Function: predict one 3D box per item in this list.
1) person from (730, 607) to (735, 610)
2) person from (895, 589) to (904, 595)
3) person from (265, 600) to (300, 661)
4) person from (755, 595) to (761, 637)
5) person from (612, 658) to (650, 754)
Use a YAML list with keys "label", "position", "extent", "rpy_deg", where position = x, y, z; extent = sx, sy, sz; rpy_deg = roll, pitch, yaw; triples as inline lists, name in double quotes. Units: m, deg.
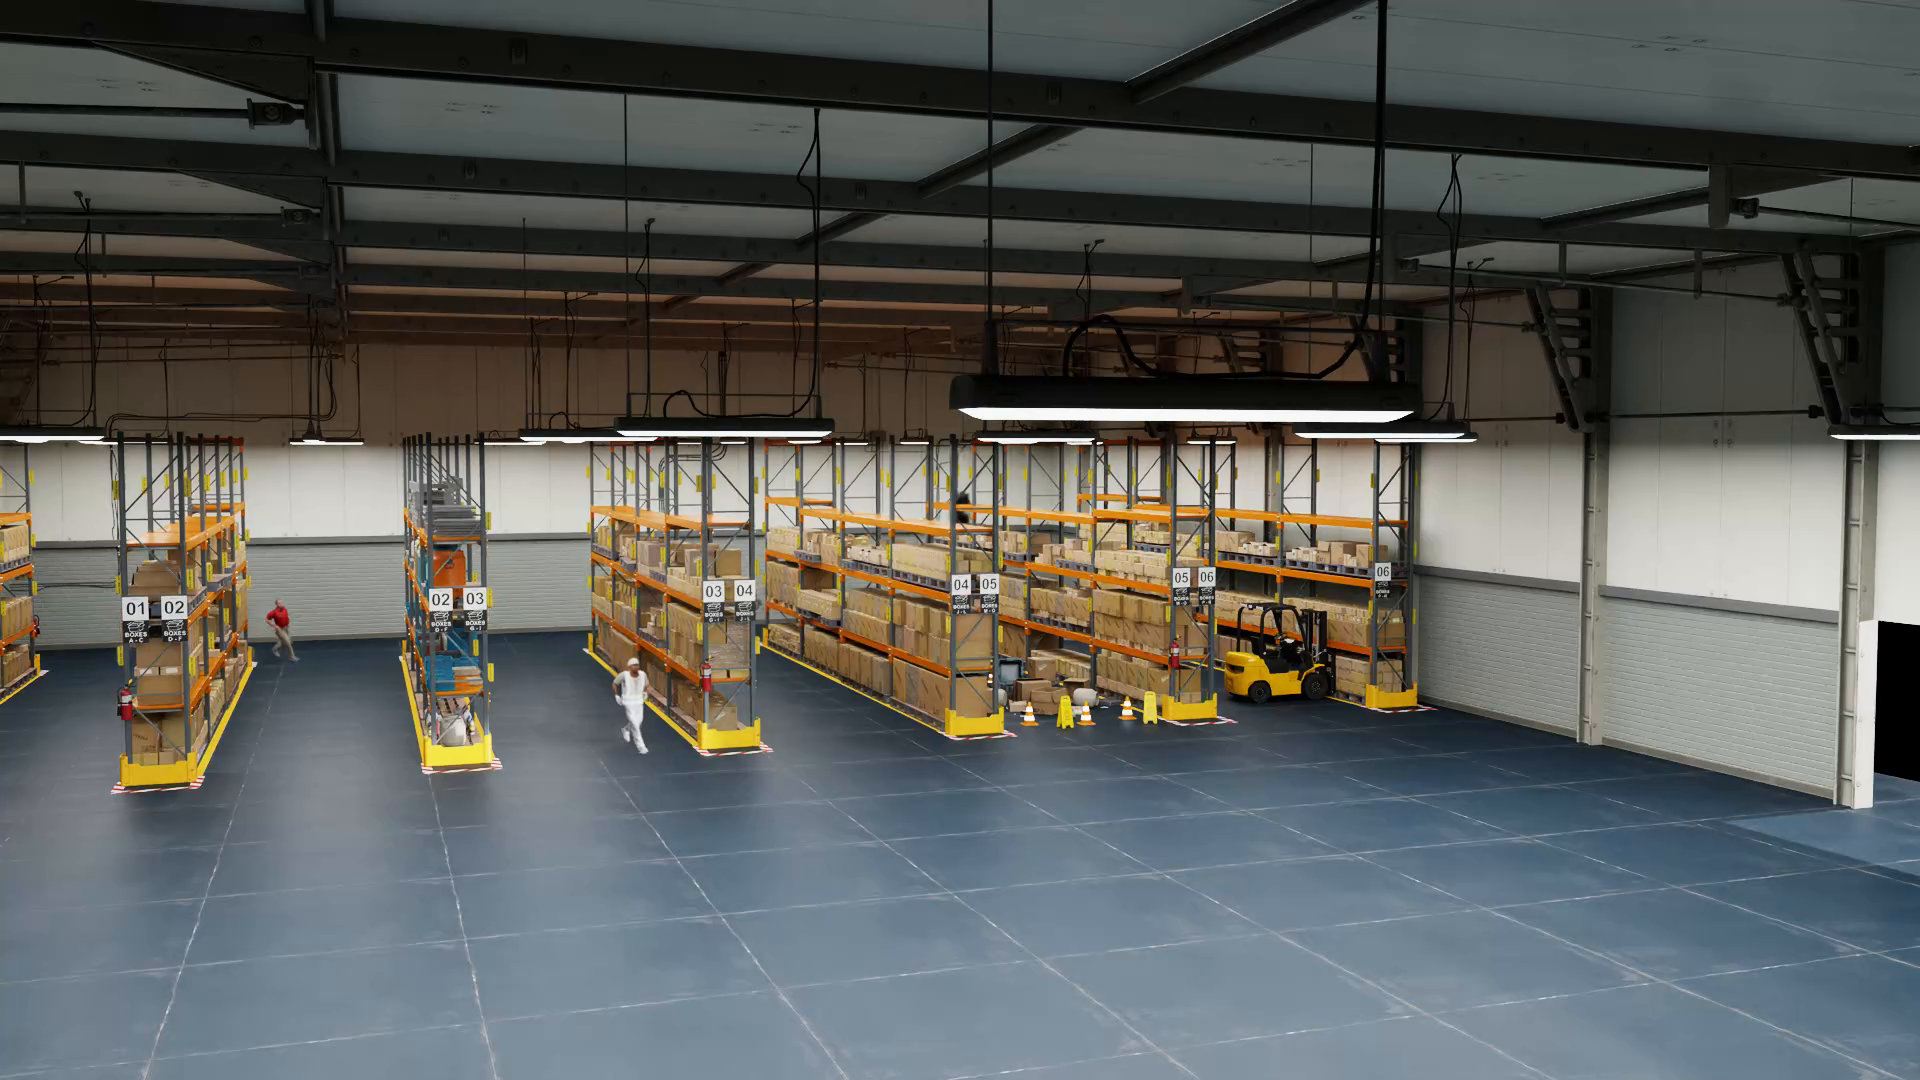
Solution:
- label: "person"
  position: [-6.472, 2.242, 46.762]
  extent: [0.721, 1.745, 0.964]
  rpy_deg: [-1, 3, -21]
- label: "person"
  position: [-1.897, 2.061, 51.053]
  extent: [0.807, 1.686, 0.586]
  rpy_deg: [-1, 3, -10]
- label: "person"
  position: [-18.227, 2.428, 44.574]
  extent: [0.852, 1.689, 0.696]
  rpy_deg: [1, 3, 16]
- label: "person"
  position: [-6.261, 2.182, 49.332]
  extent: [0.751, 1.701, 0.793]
  rpy_deg: [-2, 4, -33]
- label: "person"
  position: [-6.187, 3.097, 31.429]
  extent: [0.707, 1.770, 1.002]
  rpy_deg: [-2, 4, -36]
